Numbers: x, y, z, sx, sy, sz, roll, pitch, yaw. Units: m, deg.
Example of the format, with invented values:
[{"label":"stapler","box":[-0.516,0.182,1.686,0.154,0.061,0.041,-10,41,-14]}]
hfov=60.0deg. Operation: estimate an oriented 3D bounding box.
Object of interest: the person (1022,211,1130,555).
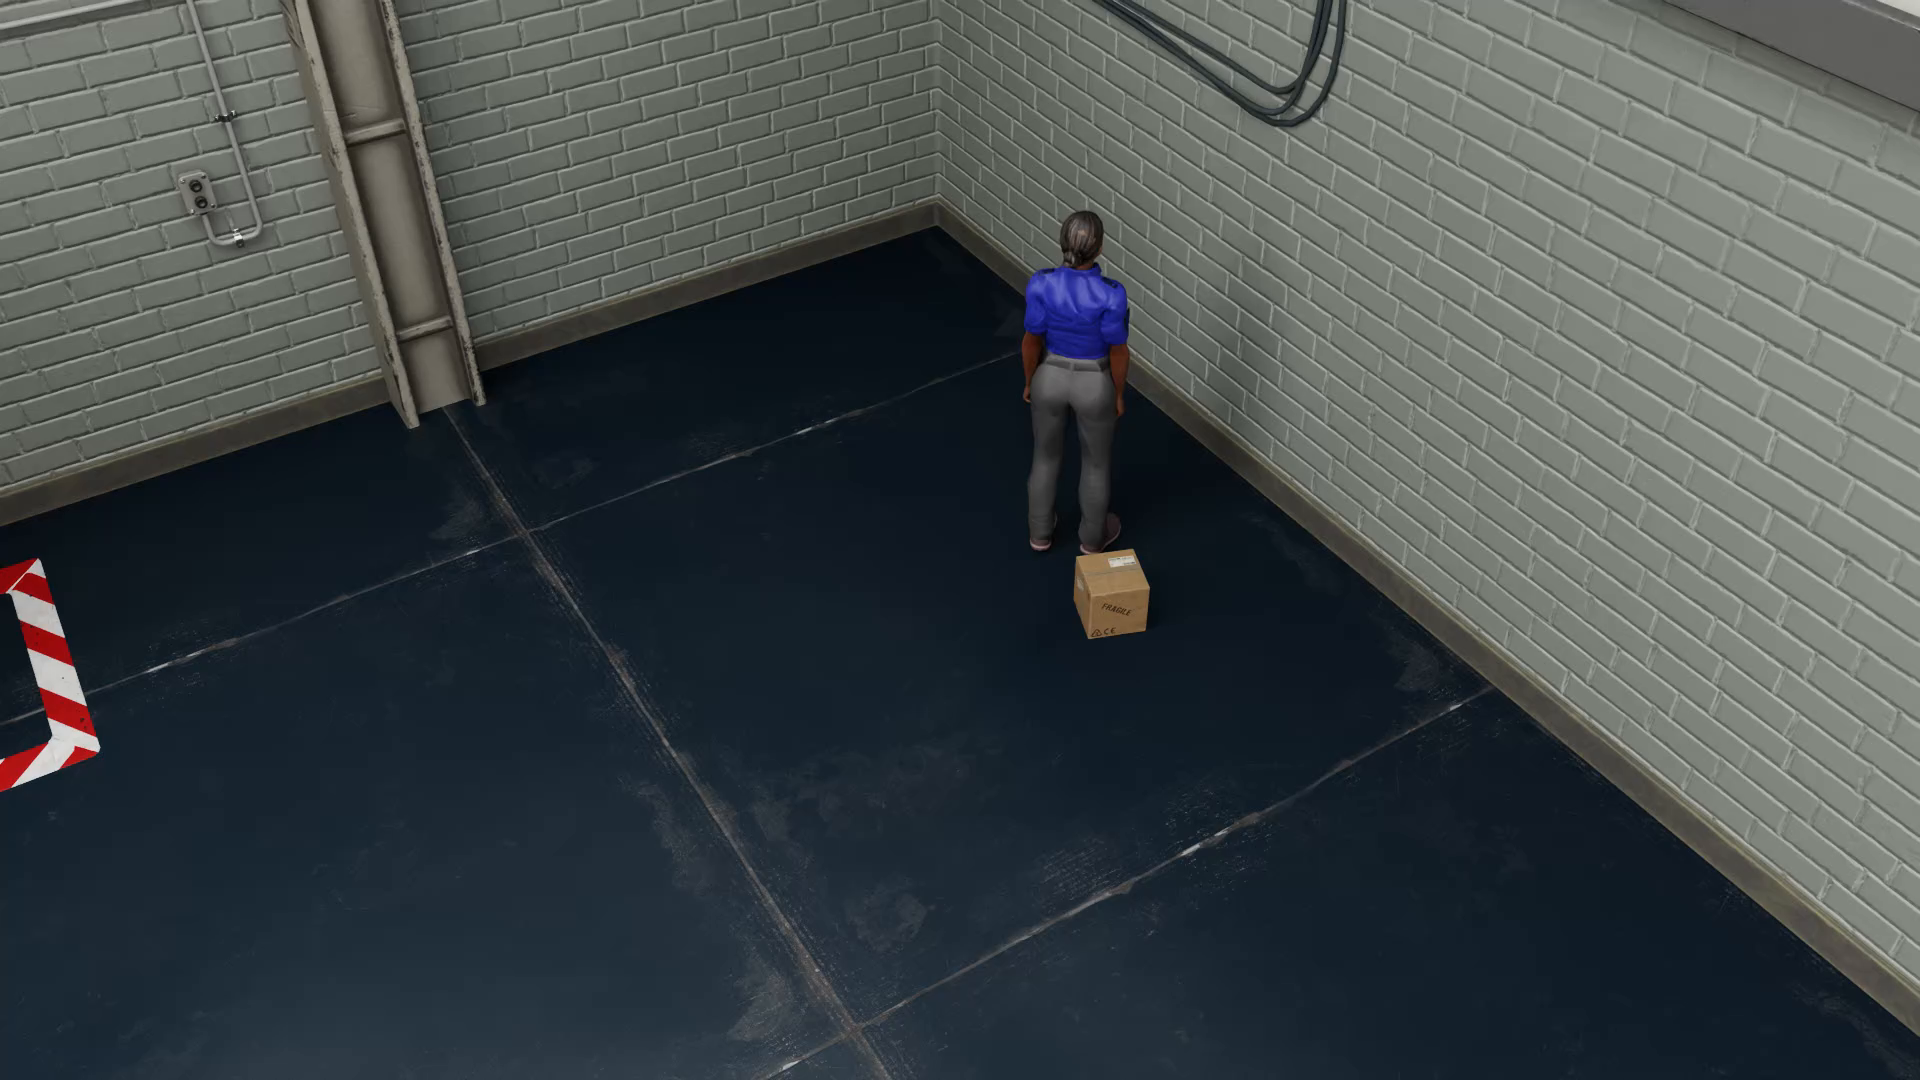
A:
[{"label":"person","box":[0.482,-0.640,6.895,0.444,1.662,0.331,10,42,12]}]
